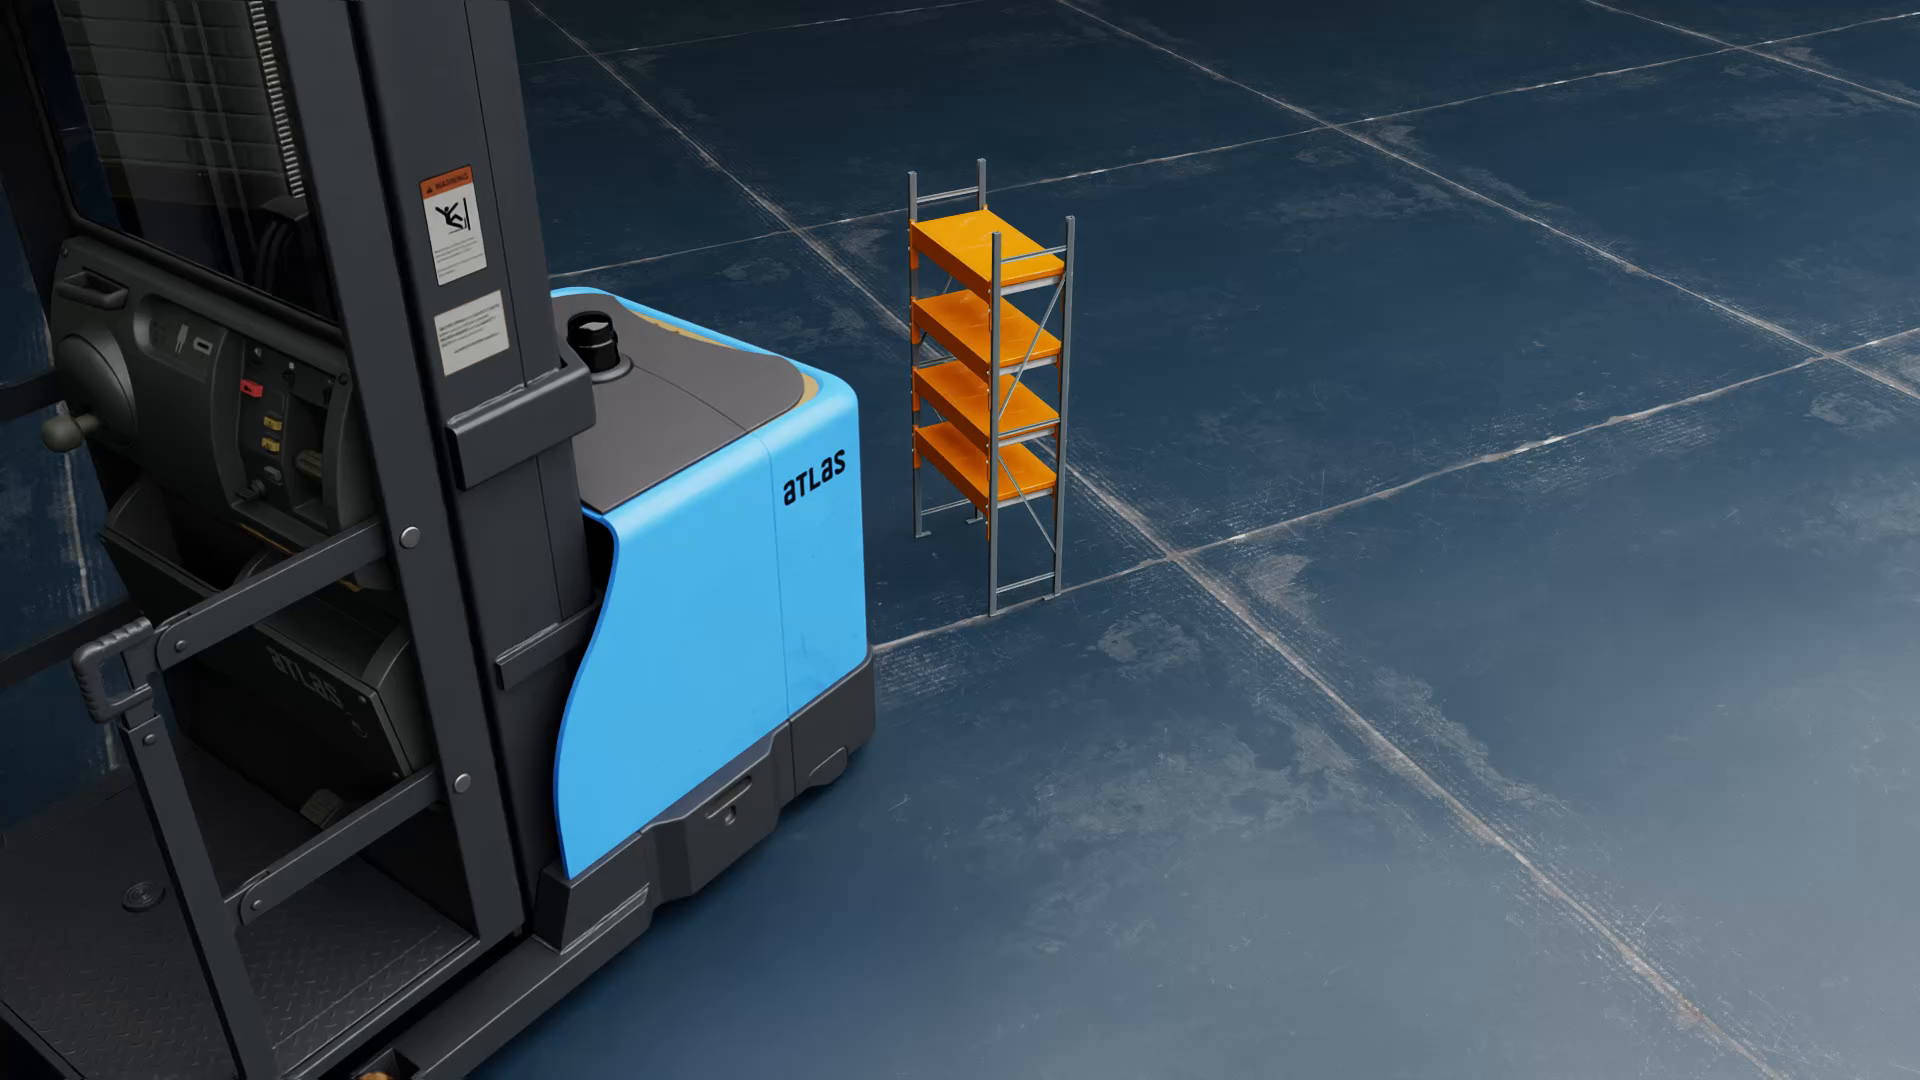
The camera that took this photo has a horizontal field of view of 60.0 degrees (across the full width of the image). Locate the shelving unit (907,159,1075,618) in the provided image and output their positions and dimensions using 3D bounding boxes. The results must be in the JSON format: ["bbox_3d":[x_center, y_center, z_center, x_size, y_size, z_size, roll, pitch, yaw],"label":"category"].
[{"bbox_3d":[0.077,-0.426,4.803,0.258,1.200,0.503,-16,36,-23],"label":"shelving unit"}]

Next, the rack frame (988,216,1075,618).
[{"bbox_3d":[0.191,-0.310,4.621,0.240,1.200,0.015,-16,36,-23],"label":"rack frame"}]

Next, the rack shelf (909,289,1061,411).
[{"bbox_3d":[0.077,-0.558,4.719,0.258,0.148,0.480,-16,36,-23],"label":"rack shelf"}]

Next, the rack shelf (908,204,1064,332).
[{"bbox_3d":[0.077,-0.757,4.591,0.258,0.148,0.480,-16,36,-23],"label":"rack shelf"}]

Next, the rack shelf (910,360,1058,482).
[{"bbox_3d":[0.077,-0.370,4.839,0.258,0.148,0.480,-16,36,-23],"label":"rack shelf"}]

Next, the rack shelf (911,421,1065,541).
[{"bbox_3d":[0.077,-0.202,4.946,0.258,0.148,0.480,-16,36,-23],"label":"rack shelf"}]

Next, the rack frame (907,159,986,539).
[{"bbox_3d":[-0.037,-0.543,4.985,0.240,1.200,0.015,-16,36,-23],"label":"rack frame"}]

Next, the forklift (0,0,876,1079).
[{"bbox_3d":[-1.512,-0.219,2.875,1.130,2.935,3.031,22,39,31],"label":"forklift"}]
